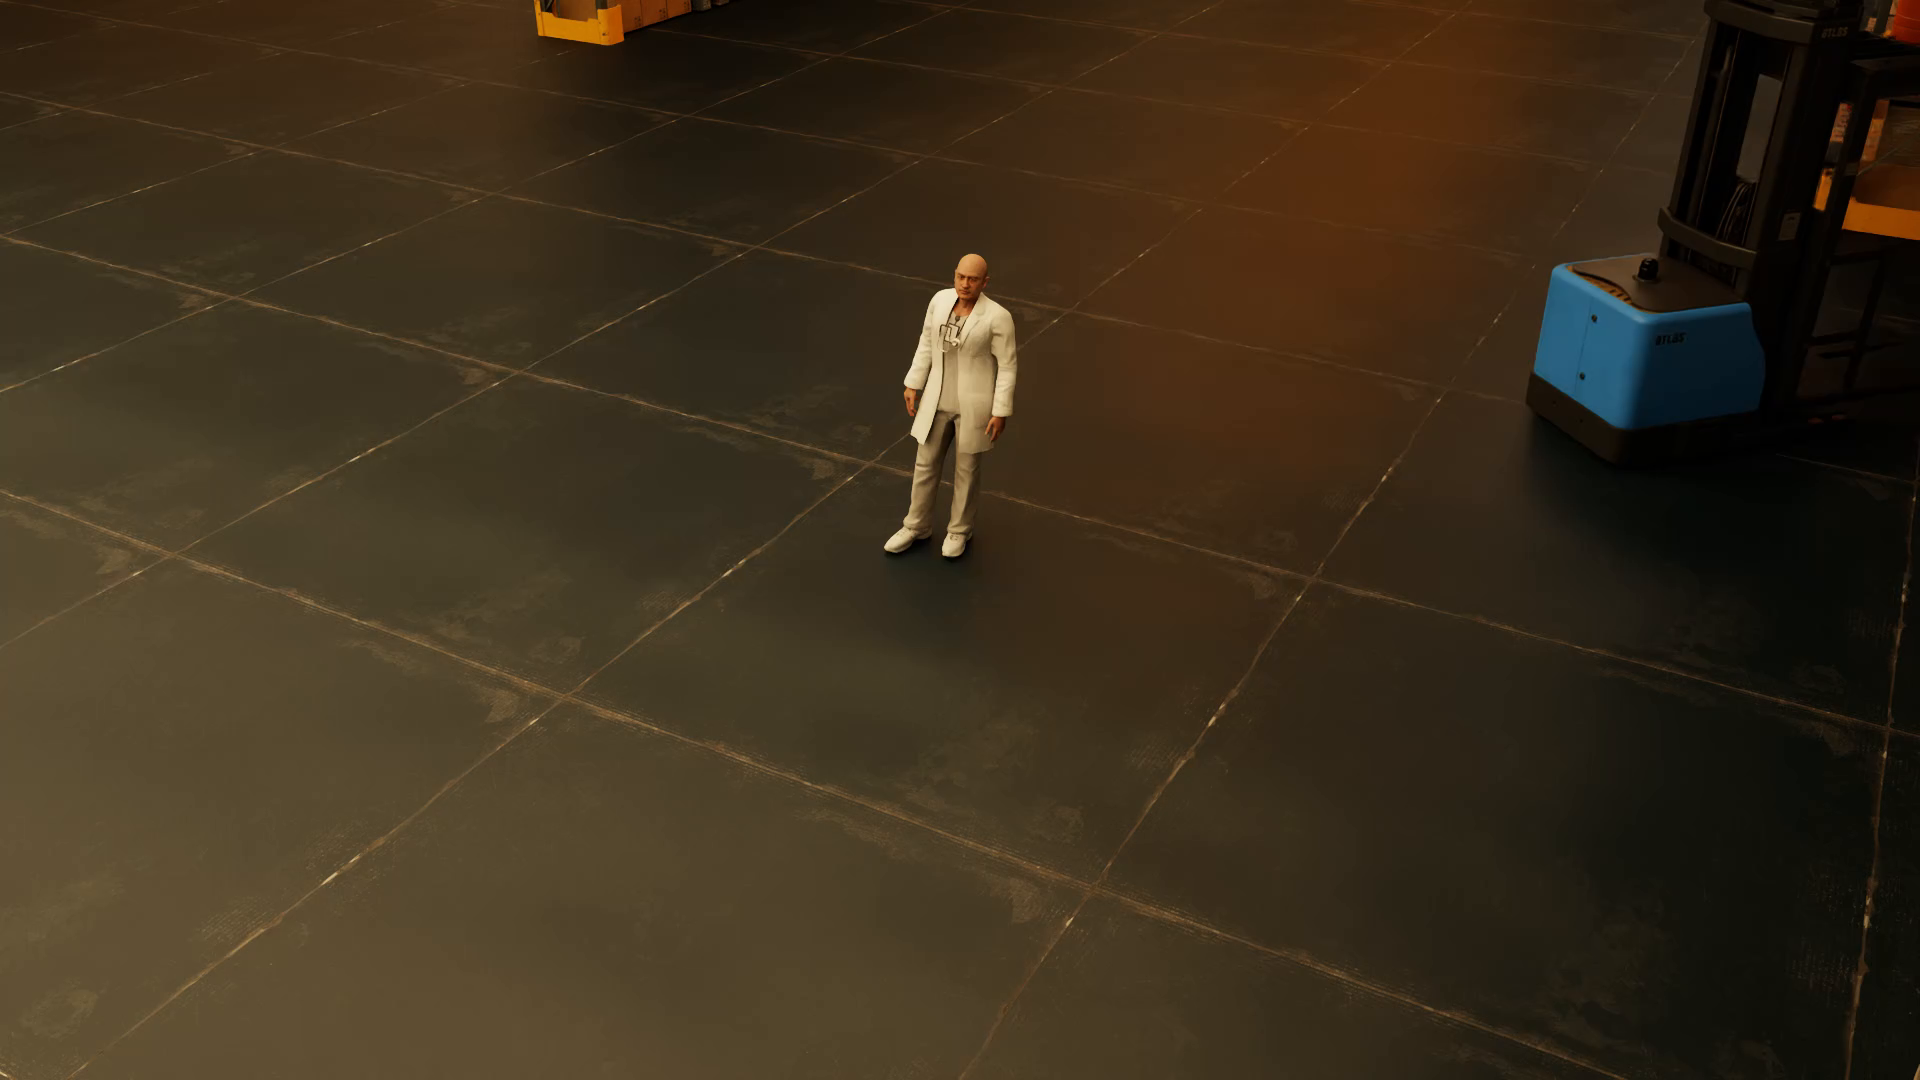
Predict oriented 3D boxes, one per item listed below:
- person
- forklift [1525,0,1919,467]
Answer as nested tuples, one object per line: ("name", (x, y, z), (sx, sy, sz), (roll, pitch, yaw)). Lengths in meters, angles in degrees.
("person", (-0.048, -0.737, 9.487), (0.698, 1.777, 0.578), (15, 33, 25))
("forklift", (5.482, -2.160, 10.814), (3.031, 2.935, 1.130), (-9, 31, -15))
